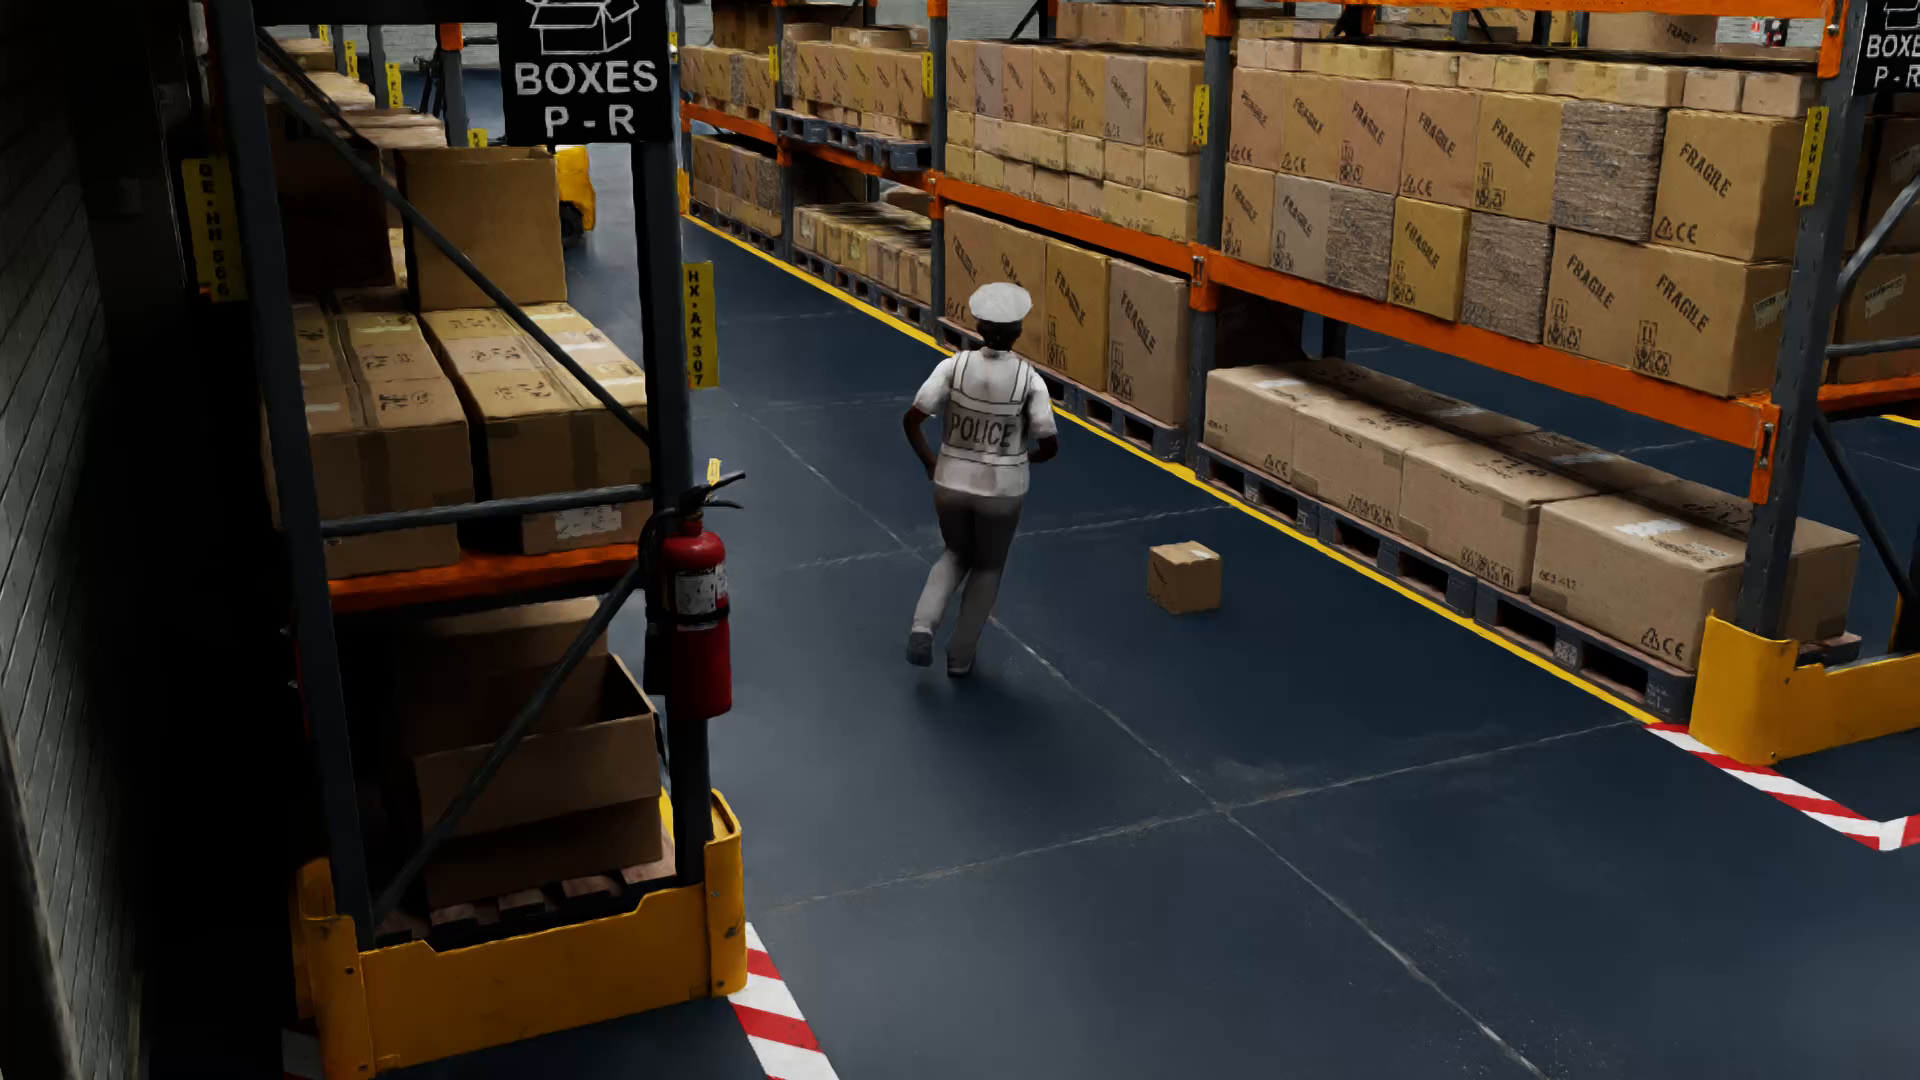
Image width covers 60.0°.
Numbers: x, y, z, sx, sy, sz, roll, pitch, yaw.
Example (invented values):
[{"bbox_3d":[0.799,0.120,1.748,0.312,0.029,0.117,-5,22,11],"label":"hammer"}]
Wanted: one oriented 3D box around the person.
[{"bbox_3d":[0.102,-0.213,6.683,0.597,1.639,0.494,6,20,17],"label":"person"}]
